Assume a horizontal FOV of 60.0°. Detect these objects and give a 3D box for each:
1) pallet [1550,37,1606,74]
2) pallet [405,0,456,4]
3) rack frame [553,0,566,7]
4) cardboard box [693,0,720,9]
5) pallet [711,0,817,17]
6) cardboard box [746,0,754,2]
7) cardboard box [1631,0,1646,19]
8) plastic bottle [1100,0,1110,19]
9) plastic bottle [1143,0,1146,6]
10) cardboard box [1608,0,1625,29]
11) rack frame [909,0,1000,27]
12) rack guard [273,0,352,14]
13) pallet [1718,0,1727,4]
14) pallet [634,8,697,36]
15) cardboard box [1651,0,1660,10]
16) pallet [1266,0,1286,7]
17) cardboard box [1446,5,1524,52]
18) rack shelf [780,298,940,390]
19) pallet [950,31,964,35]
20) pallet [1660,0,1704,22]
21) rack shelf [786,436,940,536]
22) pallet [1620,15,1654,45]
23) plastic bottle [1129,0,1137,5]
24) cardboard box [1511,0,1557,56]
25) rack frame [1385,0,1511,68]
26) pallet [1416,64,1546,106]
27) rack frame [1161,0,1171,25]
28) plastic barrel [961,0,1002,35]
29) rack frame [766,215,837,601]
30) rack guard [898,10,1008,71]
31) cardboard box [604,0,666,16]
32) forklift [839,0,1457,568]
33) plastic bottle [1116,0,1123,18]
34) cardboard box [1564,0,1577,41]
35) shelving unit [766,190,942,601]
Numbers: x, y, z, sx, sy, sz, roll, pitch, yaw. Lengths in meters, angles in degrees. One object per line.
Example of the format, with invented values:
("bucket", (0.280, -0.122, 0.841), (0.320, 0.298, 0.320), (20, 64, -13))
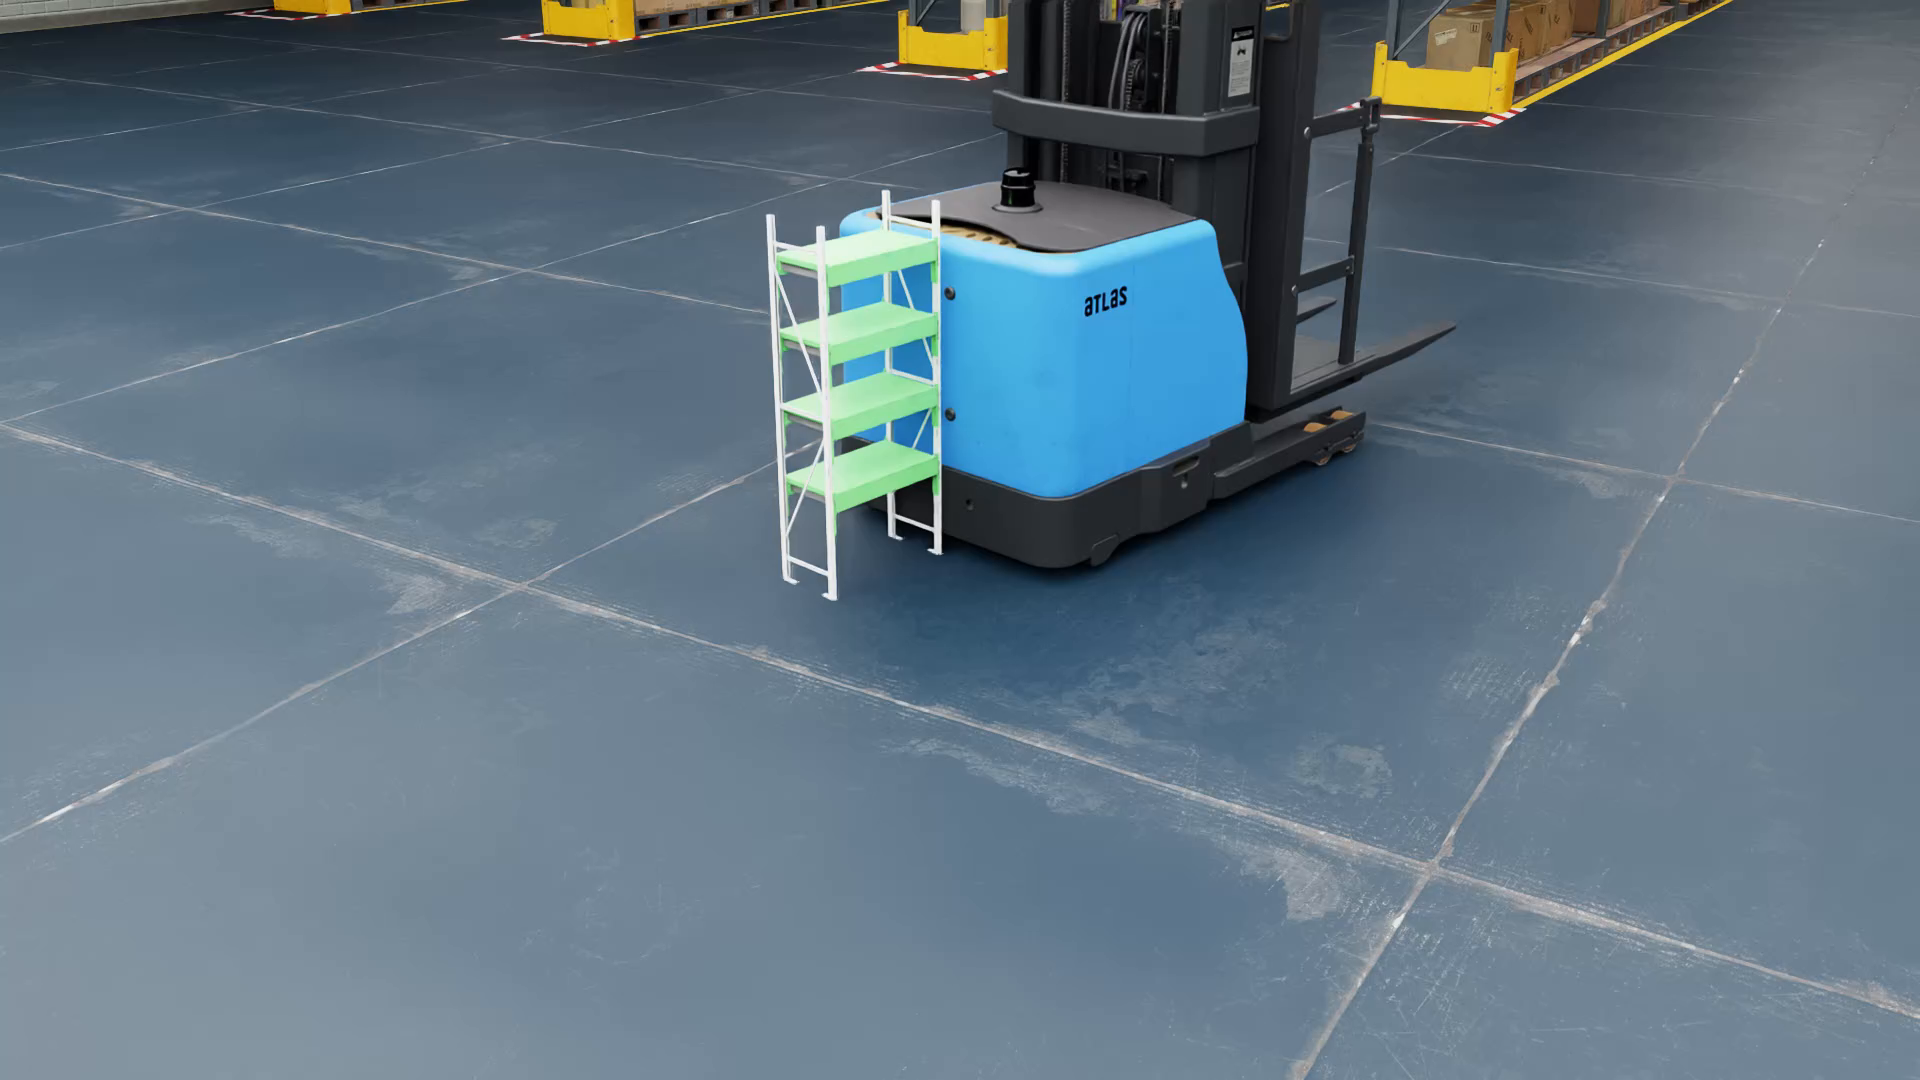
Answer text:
("pallet", (5.930, -4.975, 16.976), (1.003, 0.211, 1.213), (14, 27, 29))
("pallet", (-7.338, -7.675, 23.214), (1.003, 0.211, 1.213), (14, 27, 29))
("rack frame", (-4.270, -7.216, 18.642), (1.000, 3.000, 0.127), (14, 27, 29))
("cardboard box", (-3.274, -6.619, 20.197), (0.500, 0.250, 0.500), (14, 27, 29))
("pallet", (-2.615, -7.026, 21.715), (1.003, 0.211, 1.213), (14, 27, 29))
("cardboard box", (-2.743, -6.956, 20.974), (0.500, 0.250, 0.500), (14, 27, 29))
("cardboard box", (7.452, -6.280, 19.074), (0.700, 0.500, 0.500), (16, 28, 33))
("plastic bottle", (1.590, -5.973, 18.646), (0.152, 0.276, 0.135), (14, 27, 30))
("plastic bottle", (2.119, -6.256, 19.395), (0.097, 0.201, 0.097), (0, 23, 0))
("cardboard box", (6.864, -5.903, 18.203), (0.700, 0.500, 0.500), (14, 27, 29))
("rack frame", (-0.064, -6.176, 16.242), (1.000, 3.000, 0.127), (14, 27, 29))
("rack guard", (-8.441, -7.131, 21.593), (1.175, 0.500, 0.348), (14, 27, 29))
("pallet", (10.131, -7.633, 23.116), (1.003, 0.211, 1.213), (14, 27, 29))
("pallet", (-3.902, -6.203, 19.813), (1.003, 0.211, 1.213), (14, 27, 29))
("cardboard box", (8.027, -6.663, 19.958), (0.700, 0.500, 0.500), (12, 26, 26))
("pallet", (3.714, -7.343, 22.447), (1.003, 0.211, 1.213), (14, 27, 29))
("cardboard box", (4.774, -4.600, 15.219), (0.500, 0.500, 0.500), (-20, 31, -39))
("rack shelf", (-0.321, -0.623, 5.235), (0.258, 0.148, 0.480), (20, 30, 38))
("pallet", (0.369, -5.205, 17.508), (1.003, 0.211, 1.213), (14, 27, 29))
("pallet", (8.844, -6.809, 21.213), (1.003, 0.211, 1.213), (14, 27, 29))
("rack shelf", (-0.321, -0.182, 5.426), (0.258, 0.148, 0.480), (20, 30, 38))
("pallet", (7.306, -5.885, 19.079), (1.003, 0.211, 1.213), (14, 27, 29))
("plastic bottle", (1.951, -6.235, 19.157), (0.144, 0.351, 0.185), (13, 27, 28))
("cardboard box", (5.452, -4.987, 16.111), (0.500, 0.500, 0.500), (11, 26, 24))
("rack frame", (4.144, -5.138, 13.844), (1.000, 3.000, 0.127), (14, 27, 29))
("pallet", (4.643, -4.151, 15.073), (1.003, 0.211, 1.213), (14, 27, 29))
("rack frame", (2.046, -7.526, 19.360), (1.000, 3.000, 0.127), (14, 27, 29))
("plastic barrel", (0.218, -5.466, 17.203), (0.421, 0.512, 0.421), (0, 23, 0))
("rack frame", (-0.486, -0.390, 5.140), (0.240, 1.200, 0.015), (20, 30, 38))
("rack guard", (-0.064, -5.065, 16.820), (1.175, 0.500, 0.348), (14, 27, 29))
("cardboard box", (-3.798, -6.281, 19.416), (0.500, 0.250, 0.500), (14, 27, 29))
("forklift", (0.947, -1.753, 6.110), (1.130, 2.935, 3.031), (20, 30, 38))
("plastic bottle", (1.799, -6.076, 18.874), (0.061, 0.283, 0.133), (16, 28, 32))
("cardboard box", (6.009, -5.407, 17.083), (0.500, 0.500, 0.500), (13, 27, 27))
("shelving unit", (-0.321, -0.461, 5.305), (0.258, 1.200, 0.503), (20, 30, 38))
